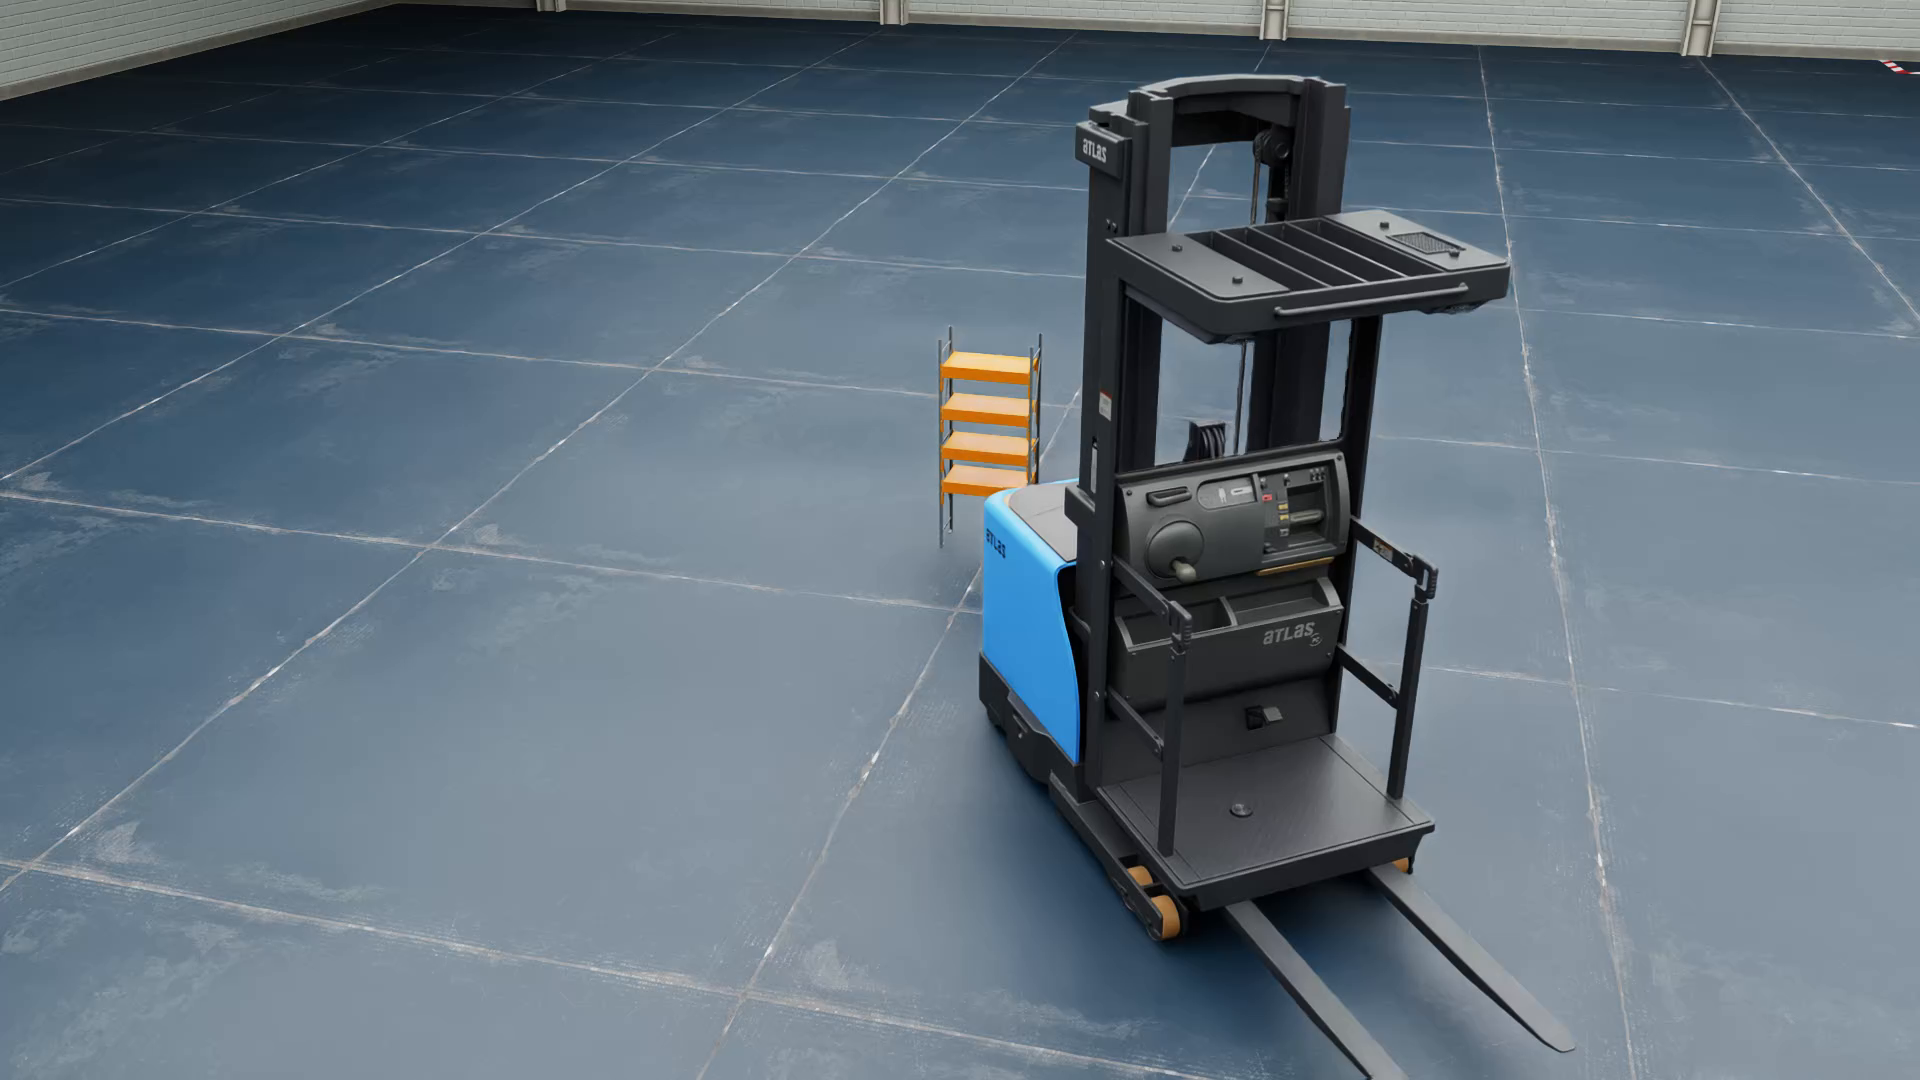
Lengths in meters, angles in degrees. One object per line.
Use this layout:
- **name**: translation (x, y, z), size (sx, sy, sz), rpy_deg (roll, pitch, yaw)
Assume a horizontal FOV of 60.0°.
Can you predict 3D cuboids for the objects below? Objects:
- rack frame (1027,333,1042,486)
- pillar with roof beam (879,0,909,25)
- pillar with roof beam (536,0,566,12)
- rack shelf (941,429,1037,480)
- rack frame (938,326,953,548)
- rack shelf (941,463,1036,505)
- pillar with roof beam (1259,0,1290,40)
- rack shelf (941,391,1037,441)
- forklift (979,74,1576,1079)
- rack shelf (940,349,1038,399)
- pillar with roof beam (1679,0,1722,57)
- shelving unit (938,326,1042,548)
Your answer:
- **rack frame**: translation (0.397, -0.498, 8.900), size (0.015, 1.200, 0.240), rpy_deg (6, 26, 13)
- **pillar with roof beam**: translation (-2.121, -10.539, 20.919), size (0.400, 9.000, 9.100), rpy_deg (6, 26, 13)
- **pillar with roof beam**: translation (-7.932, -11.182, 22.268), size (0.400, 9.000, 9.100), rpy_deg (6, 26, 13)
- **rack shelf**: translation (0.160, -0.463, 8.984), size (0.480, 0.148, 0.258), rpy_deg (6, 26, 13)
- **rack frame**: translation (-0.076, -0.550, 9.010), size (0.015, 1.200, 0.240), rpy_deg (6, 26, 13)
- **rack shelf**: translation (0.160, -0.284, 9.069), size (0.480, 0.148, 0.258), rpy_deg (6, 26, 13)
- **pillar with roof beam**: translation (3.690, -9.897, 19.569), size (0.400, 9.000, 9.100), rpy_deg (6, 26, 13)
- **rack shelf**: translation (0.160, -0.665, 8.888), size (0.480, 0.148, 0.258), rpy_deg (6, 26, 13)
- **forklift**: translation (1.104, -0.049, 5.943), size (1.130, 2.935, 3.031), rpy_deg (-10, 27, -20)
- **rack shelf**: translation (0.160, -0.879, 8.786), size (0.480, 0.148, 0.258), rpy_deg (6, 26, 13)
- **pillar with roof beam**: translation (9.501, -9.255, 18.220), size (0.400, 9.000, 9.100), rpy_deg (6, 26, 13)
- **shelving unit**: translation (0.160, -0.524, 8.955), size (0.503, 1.200, 0.258), rpy_deg (6, 26, 13)
